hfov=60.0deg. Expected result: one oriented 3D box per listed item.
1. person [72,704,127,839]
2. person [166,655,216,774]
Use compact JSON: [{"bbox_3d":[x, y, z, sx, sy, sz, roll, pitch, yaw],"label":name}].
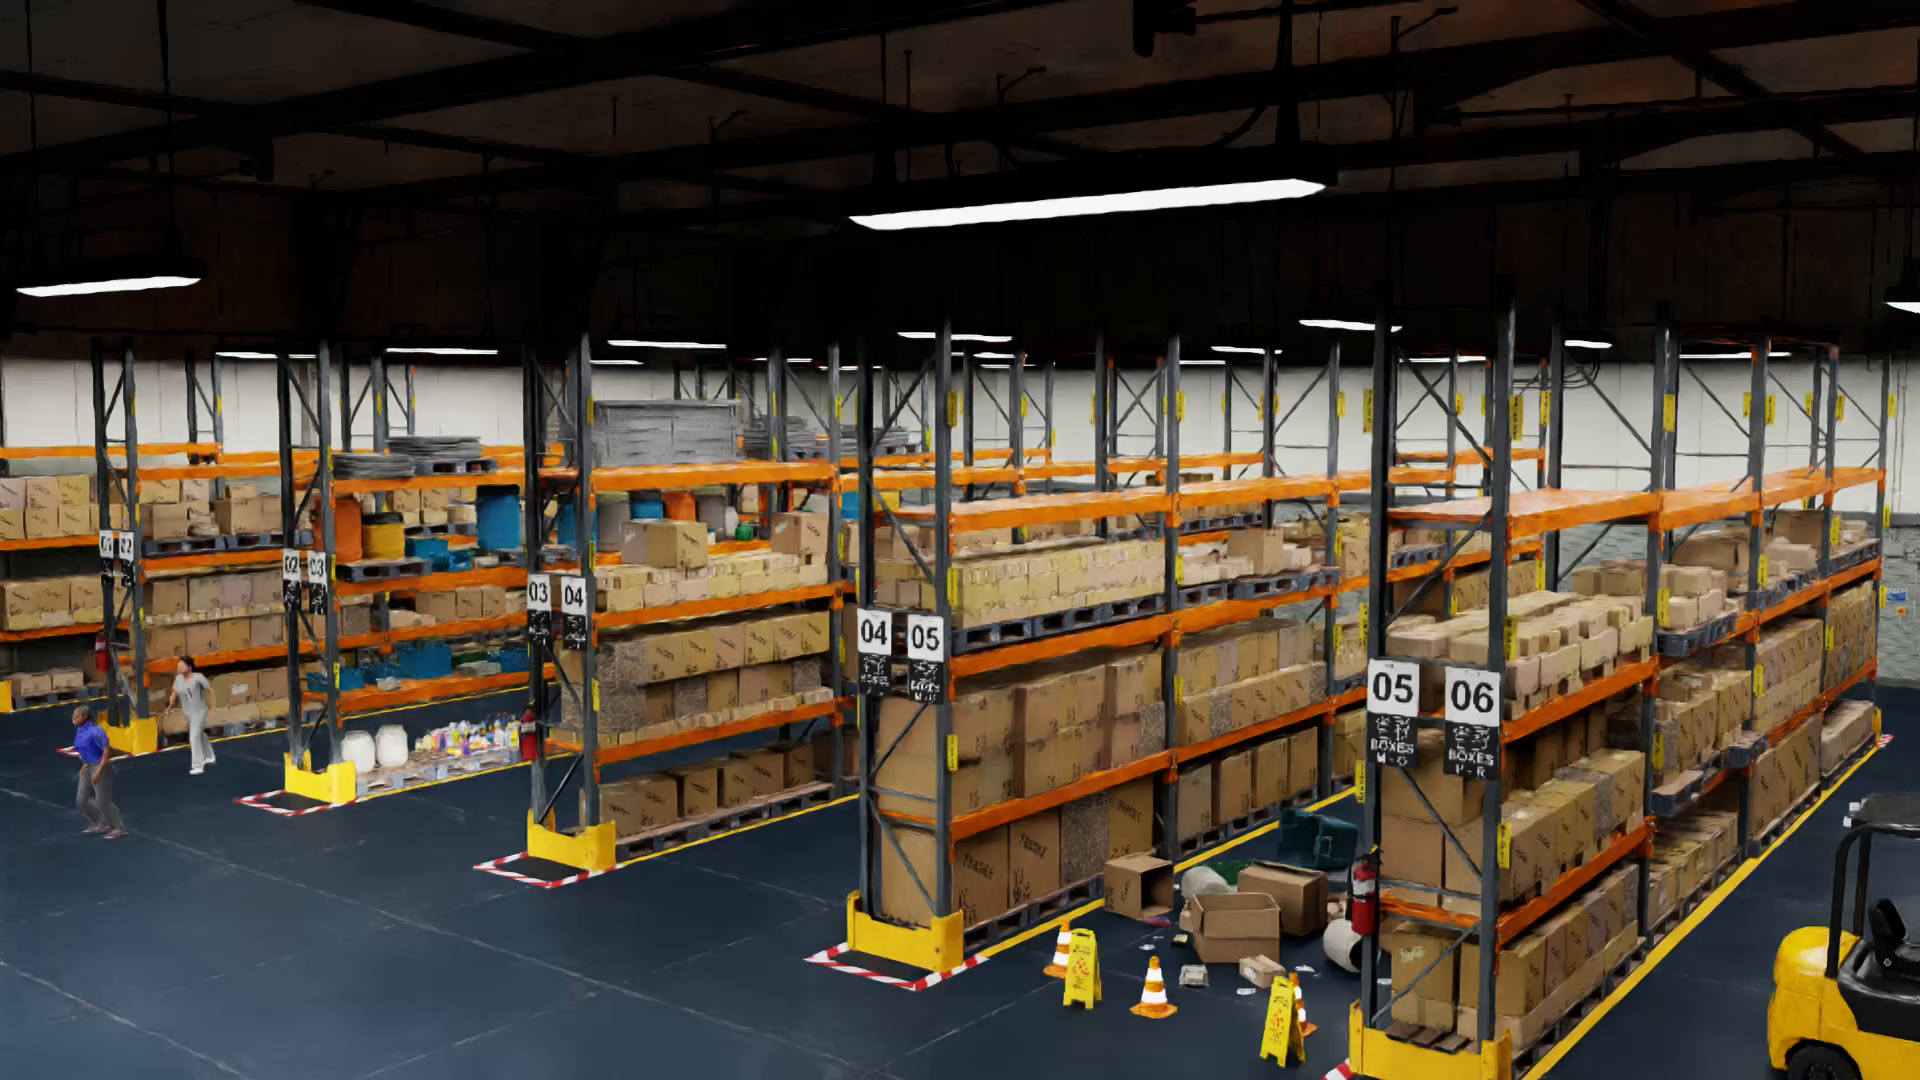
[{"bbox_3d":[-10.076,2.687,19.396,0.578,1.604,0.512,3,6,35],"label":"person"},{"bbox_3d":[-10.505,2.363,22.894,0.599,1.602,0.817,2,5,20],"label":"person"}]
